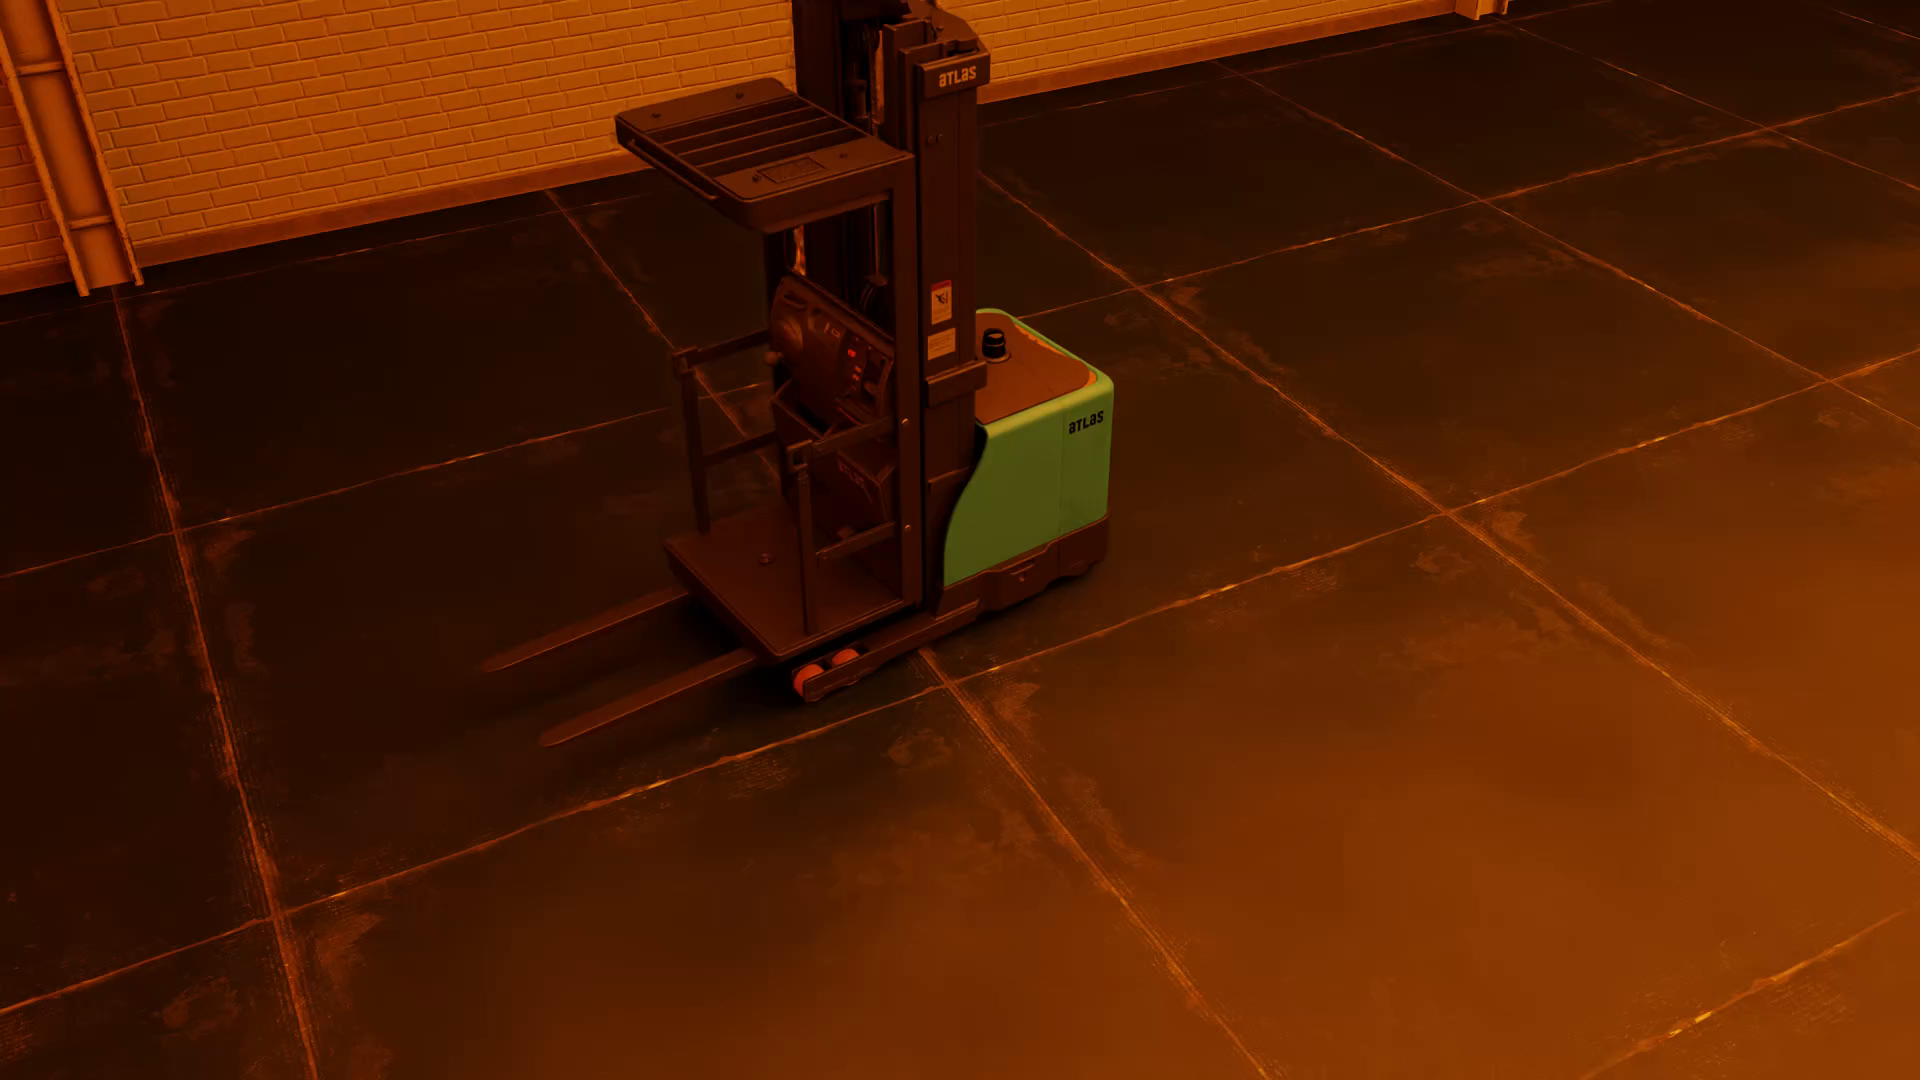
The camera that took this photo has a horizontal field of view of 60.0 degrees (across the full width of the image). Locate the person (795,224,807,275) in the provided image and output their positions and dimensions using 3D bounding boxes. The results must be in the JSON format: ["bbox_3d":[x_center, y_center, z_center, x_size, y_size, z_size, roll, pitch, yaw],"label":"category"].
[{"bbox_3d":[-0.704,-1.300,9.099,0.470,1.637,0.811,-12,37,-16],"label":"person"}]

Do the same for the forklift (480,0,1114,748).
[{"bbox_3d":[-0.741,-0.806,7.263,3.031,2.935,1.130,-23,41,-29],"label":"forklift"}]
